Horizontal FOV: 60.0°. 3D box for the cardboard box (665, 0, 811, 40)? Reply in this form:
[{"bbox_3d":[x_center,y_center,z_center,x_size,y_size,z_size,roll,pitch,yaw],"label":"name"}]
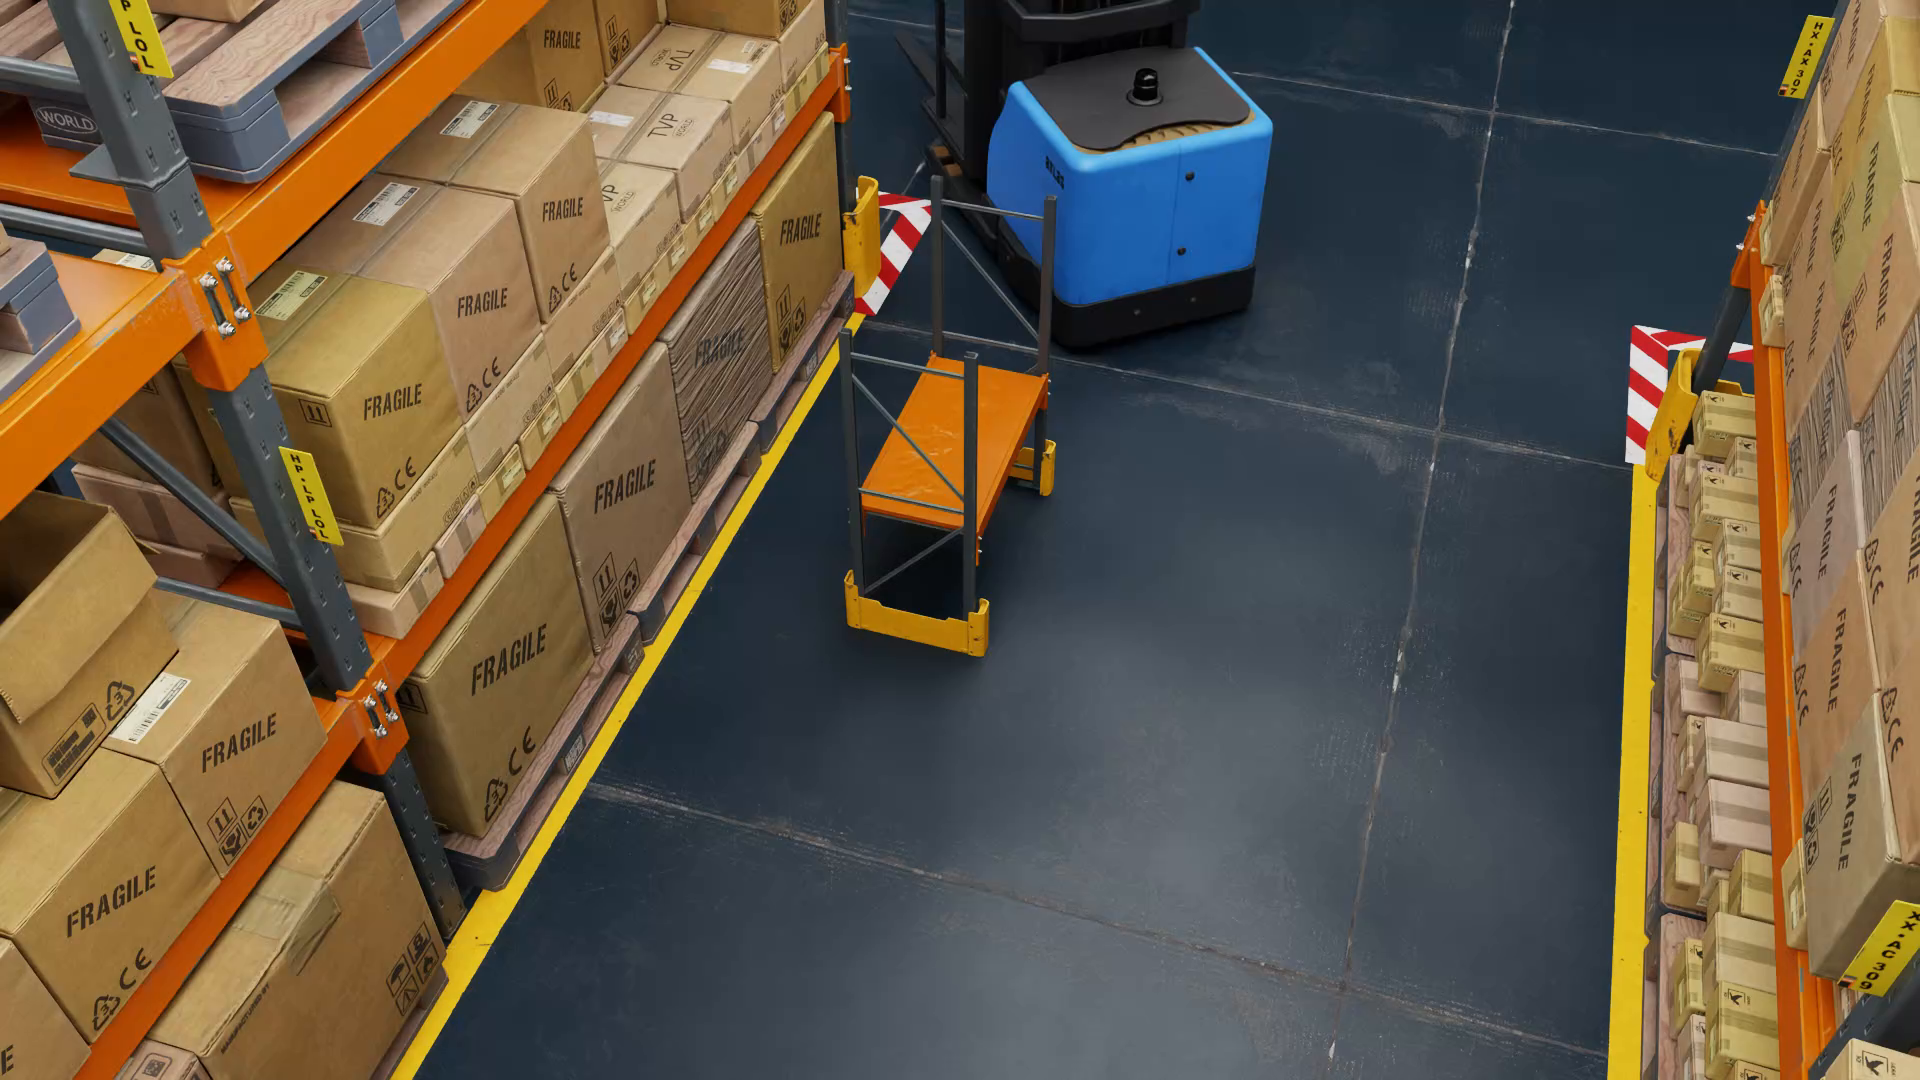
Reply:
[{"bbox_3d":[-0.902,-2.441,6.857,0.500,0.500,0.500,13,46,13],"label":"cardboard box"}]

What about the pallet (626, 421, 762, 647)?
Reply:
[{"bbox_3d":[-1.544,-0.144,7.145,1.003,0.211,1.213,13,46,12],"label":"pallet"}]

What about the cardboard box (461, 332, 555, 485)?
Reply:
[{"bbox_3d":[-1.669,-0.476,5.385,0.500,0.250,0.500,12,46,12],"label":"cardboard box"}]

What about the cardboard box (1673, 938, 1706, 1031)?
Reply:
[{"bbox_3d":[2.407,1.403,5.096,0.380,0.149,0.250,11,45,11],"label":"cardboard box"}]

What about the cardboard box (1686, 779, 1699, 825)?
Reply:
[{"bbox_3d":[2.730,0.969,5.752,0.380,0.149,0.250,13,46,13],"label":"cardboard box"}]

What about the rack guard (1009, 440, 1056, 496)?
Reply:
[{"bbox_3d":[0.128,-0.370,7.349,0.587,0.250,0.087,13,46,13],"label":"rack guard"}]

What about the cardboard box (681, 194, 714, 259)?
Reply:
[{"bbox_3d":[-1.185,-1.250,6.461,0.380,0.149,0.250,13,46,13],"label":"cardboard box"}]

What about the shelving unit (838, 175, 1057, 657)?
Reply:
[{"bbox_3d":[-0.023,-0.485,6.573,0.587,1.500,1.083,13,46,13],"label":"shelving unit"}]

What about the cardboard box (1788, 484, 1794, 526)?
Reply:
[{"bbox_3d":[2.857,-0.096,5.282,0.380,0.149,0.250,14,46,14],"label":"cardboard box"}]

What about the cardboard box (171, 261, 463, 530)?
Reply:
[{"bbox_3d":[-1.828,-0.421,4.792,0.500,0.500,0.500,13,46,13],"label":"cardboard box"}]

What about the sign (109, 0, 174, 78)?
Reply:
[{"bbox_3d":[-1.697,-1.096,3.385,0.100,0.325,0.005,13,46,13],"label":"sign"}]

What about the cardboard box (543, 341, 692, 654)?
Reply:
[{"bbox_3d":[-1.668,-0.248,6.477,0.875,0.875,0.875,13,46,13],"label":"cardboard box"}]

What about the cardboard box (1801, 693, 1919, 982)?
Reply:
[{"bbox_3d":[2.357,0.759,3.945,0.500,0.500,0.500,13,46,13],"label":"cardboard box"}]

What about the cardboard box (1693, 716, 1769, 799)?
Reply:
[{"bbox_3d":[2.664,0.762,5.538,0.380,0.149,0.250,11,45,11],"label":"cardboard box"}]

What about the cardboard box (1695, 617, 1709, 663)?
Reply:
[{"bbox_3d":[2.989,0.463,6.269,0.380,0.149,0.250,13,46,13],"label":"cardboard box"}]

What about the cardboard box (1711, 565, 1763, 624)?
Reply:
[{"bbox_3d":[2.952,0.266,6.045,0.380,0.149,0.250,14,46,14],"label":"cardboard box"}]

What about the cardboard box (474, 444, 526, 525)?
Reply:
[{"bbox_3d":[-1.651,-0.223,5.411,0.380,0.149,0.250,14,46,14],"label":"cardboard box"}]

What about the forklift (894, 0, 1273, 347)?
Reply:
[{"bbox_3d":[0.455,-3.022,8.142,1.130,2.935,3.031,-15,46,-15],"label":"forklift"}]

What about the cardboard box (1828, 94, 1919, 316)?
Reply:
[{"bbox_3d":[2.977,-0.960,4.986,0.500,0.500,0.500,12,46,12],"label":"cardboard box"}]

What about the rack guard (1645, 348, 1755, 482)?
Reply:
[{"bbox_3d":[3.668,-0.439,7.240,1.175,0.500,0.348,13,46,13],"label":"rack guard"}]

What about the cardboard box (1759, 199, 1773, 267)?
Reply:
[{"bbox_3d":[3.281,-1.147,6.356,0.380,0.149,0.250,12,46,12],"label":"cardboard box"}]

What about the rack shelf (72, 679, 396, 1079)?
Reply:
[{"bbox_3d":[-2.822,1.756,3.725,1.077,0.370,4.000,13,46,13],"label":"rack shelf"}]

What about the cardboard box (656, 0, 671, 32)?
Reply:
[{"bbox_3d":[-1.408,-2.291,7.240,0.500,0.250,0.500,11,46,11],"label":"cardboard box"}]

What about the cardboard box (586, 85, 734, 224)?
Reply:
[{"bbox_3d":[-1.207,-1.497,6.429,0.500,0.250,0.500,11,45,11],"label":"cardboard box"}]

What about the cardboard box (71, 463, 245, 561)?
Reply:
[{"bbox_3d":[-2.333,-0.237,5.141,0.500,0.250,0.500,12,46,12],"label":"cardboard box"}]

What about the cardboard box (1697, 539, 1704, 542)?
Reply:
[{"bbox_3d":[3.226,-0.041,6.784,0.380,0.149,0.250,12,46,12],"label":"cardboard box"}]

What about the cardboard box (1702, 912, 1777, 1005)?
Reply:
[{"bbox_3d":[2.448,1.301,4.988,0.380,0.149,0.250,12,46,12],"label":"cardboard box"}]

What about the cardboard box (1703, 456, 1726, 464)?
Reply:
[{"bbox_3d":[3.288,-0.326,6.863,0.380,0.149,0.250,14,46,14],"label":"cardboard box"}]

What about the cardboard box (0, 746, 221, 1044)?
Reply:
[{"bbox_3d":[-2.254,0.827,4.087,0.500,0.500,0.500,14,46,14],"label":"cardboard box"}]

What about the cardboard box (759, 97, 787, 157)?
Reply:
[{"bbox_3d":[-0.954,-1.763,6.985,0.380,0.149,0.250,13,46,13],"label":"cardboard box"}]

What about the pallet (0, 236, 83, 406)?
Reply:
[{"bbox_3d":[-2.447,-0.217,3.218,0.805,0.209,1.217,11,45,11],"label":"pallet"}]

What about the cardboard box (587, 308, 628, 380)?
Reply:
[{"bbox_3d":[-1.418,-0.736,5.936,0.380,0.149,0.250,13,46,13],"label":"cardboard box"}]

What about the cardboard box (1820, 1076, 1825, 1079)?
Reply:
[{"bbox_3d":[1.922,1.282,3.361,0.380,0.149,0.250,13,46,13],"label":"cardboard box"}]

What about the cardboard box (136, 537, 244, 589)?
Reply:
[{"bbox_3d":[-2.437,-0.018,5.202,0.380,0.149,0.250,13,46,13],"label":"cardboard box"}]

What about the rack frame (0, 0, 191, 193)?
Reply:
[{"bbox_3d":[-2.217,-1.979,2.737,1.000,3.000,0.127,13,46,13],"label":"rack frame"}]

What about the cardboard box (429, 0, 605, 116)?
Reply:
[{"bbox_3d":[-1.711,-1.879,6.283,0.500,0.500,0.500,11,46,11],"label":"cardboard box"}]

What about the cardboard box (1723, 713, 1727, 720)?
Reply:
[{"bbox_3d":[2.856,0.739,5.774,0.380,0.149,0.250,15,46,14],"label":"cardboard box"}]

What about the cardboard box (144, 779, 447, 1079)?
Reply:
[{"bbox_3d":[-2.391,1.205,4.991,1.225,0.875,0.875,13,46,13],"label":"cardboard box"}]

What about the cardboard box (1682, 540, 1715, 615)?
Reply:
[{"bbox_3d":[2.980,0.175,6.351,0.380,0.149,0.250,14,46,14],"label":"cardboard box"}]

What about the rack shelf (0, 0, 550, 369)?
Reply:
[{"bbox_3d":[-1.611,-1.983,5.400,1.077,0.370,4.000,13,46,13],"label":"rack shelf"}]

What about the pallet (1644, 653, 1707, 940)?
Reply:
[{"bbox_3d":[3.017,1.009,5.967,1.003,0.211,1.213,13,46,13],"label":"pallet"}]

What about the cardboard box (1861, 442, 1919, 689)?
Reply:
[{"bbox_3d":[2.516,0.067,3.936,0.500,0.500,0.500,11,45,11],"label":"cardboard box"}]

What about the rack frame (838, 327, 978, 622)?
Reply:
[{"bbox_3d":[-0.180,-0.140,6.220,0.500,1.500,0.032,13,46,13],"label":"rack frame"}]

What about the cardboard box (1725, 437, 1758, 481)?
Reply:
[{"bbox_3d":[3.240,-0.240,6.563,0.380,0.149,0.250,13,46,13],"label":"cardboard box"}]

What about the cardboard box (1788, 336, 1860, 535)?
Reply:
[{"bbox_3d":[2.845,-0.257,4.983,0.500,0.500,0.500,11,46,11],"label":"cardboard box"}]

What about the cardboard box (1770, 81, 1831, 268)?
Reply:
[{"bbox_3d":[3.292,-1.284,6.033,0.500,0.500,0.500,15,46,14],"label":"cardboard box"}]
